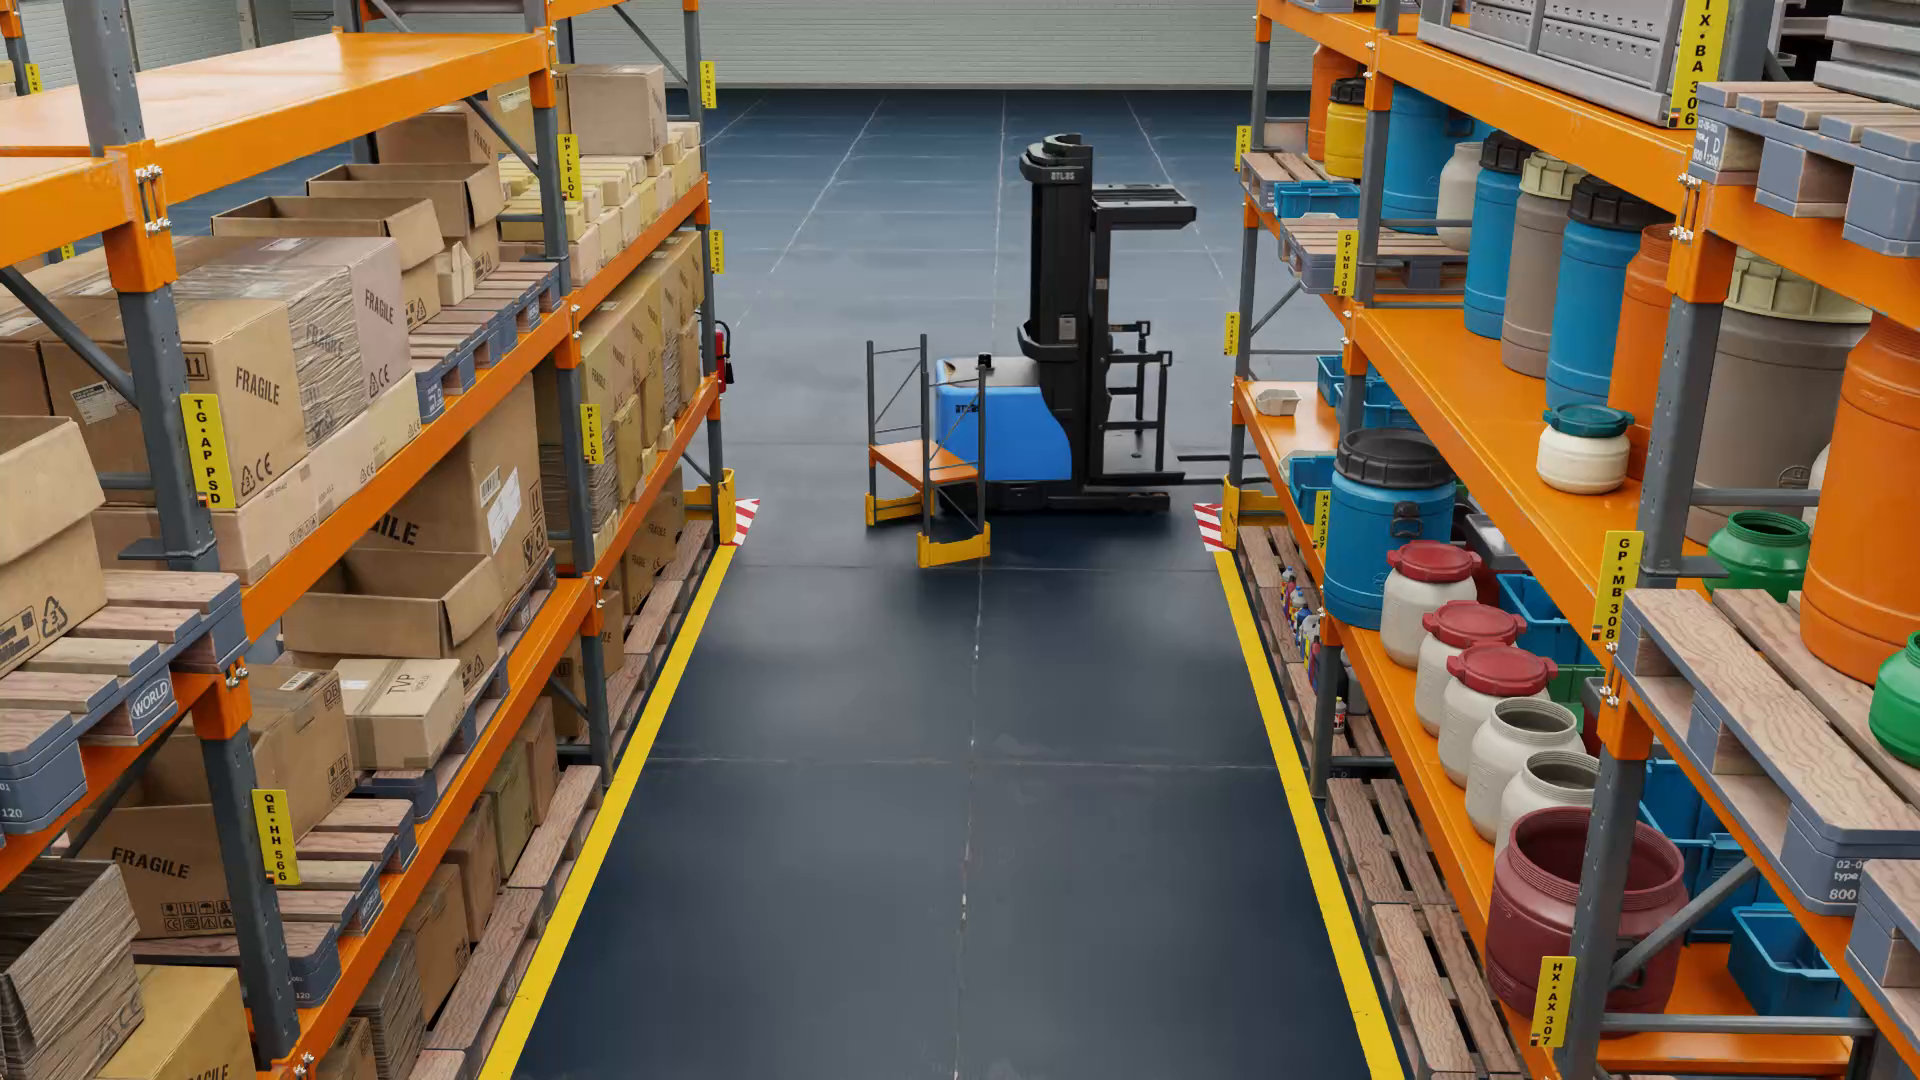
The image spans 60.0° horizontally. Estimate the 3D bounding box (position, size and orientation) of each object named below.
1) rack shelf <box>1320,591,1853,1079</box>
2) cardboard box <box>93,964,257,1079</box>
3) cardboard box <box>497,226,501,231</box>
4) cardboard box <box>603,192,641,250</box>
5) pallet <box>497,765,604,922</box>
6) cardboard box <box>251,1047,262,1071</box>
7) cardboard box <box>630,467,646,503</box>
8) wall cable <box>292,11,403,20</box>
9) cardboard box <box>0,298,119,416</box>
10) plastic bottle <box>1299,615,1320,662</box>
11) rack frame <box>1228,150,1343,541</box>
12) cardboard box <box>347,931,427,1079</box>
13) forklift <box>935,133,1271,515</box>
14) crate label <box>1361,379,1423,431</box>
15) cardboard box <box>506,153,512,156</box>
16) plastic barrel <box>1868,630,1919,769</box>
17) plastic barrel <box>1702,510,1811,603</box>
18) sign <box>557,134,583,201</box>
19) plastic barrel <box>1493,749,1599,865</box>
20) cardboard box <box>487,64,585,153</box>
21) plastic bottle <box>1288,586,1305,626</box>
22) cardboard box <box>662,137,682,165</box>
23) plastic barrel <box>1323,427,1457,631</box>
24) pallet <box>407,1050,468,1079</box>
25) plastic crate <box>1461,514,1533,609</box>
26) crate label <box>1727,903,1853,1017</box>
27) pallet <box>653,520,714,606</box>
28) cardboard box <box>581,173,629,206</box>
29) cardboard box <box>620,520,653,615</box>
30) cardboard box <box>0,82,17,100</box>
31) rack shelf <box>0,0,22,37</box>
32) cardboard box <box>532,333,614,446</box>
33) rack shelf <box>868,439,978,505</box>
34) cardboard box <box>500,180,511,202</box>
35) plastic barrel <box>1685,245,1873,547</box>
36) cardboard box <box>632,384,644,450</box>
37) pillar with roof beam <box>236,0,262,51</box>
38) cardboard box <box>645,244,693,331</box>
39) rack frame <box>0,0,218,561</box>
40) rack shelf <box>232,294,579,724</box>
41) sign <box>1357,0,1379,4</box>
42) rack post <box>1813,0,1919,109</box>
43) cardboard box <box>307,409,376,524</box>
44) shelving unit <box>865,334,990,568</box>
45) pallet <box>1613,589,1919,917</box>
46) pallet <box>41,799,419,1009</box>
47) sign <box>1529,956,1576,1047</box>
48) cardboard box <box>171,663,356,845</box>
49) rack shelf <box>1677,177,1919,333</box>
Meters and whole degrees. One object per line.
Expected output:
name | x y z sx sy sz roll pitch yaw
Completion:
rack shelf | 2.408 1.094 7.058 1.077 0.370 4.000 1 21 2
cardboard box | -2.370 1.562 4.719 0.500 0.500 0.500 1 21 3
cardboard box | -2.728 -1.515 8.848 0.500 0.250 0.500 1 21 4
cardboard box | -2.175 -1.878 9.784 0.500 0.250 0.500 0 21 -1
pallet | -2.504 1.562 8.710 1.003 0.211 1.213 1 21 2
cardboard box | -2.613 1.795 6.066 0.500 0.250 0.500 1 21 4
cardboard box | -2.127 -0.338 10.100 0.380 0.149 0.250 1 21 2
wall cable | -15.825 -14.633 42.594 3.097 2.526 0.112 1 21 2
cardboard box | -2.839 -0.426 5.005 0.500 0.500 0.500 1 21 3
plastic bottle | 2.225 0.619 10.444 0.152 0.276 0.135 1 21 3
rack frame | 2.591 -1.411 12.519 1.000 3.000 0.127 1 21 2
cardboard box | -2.599 1.944 6.719 0.700 0.500 0.500 -1 21 -3
forklift | 1.315 -1.765 13.526 3.031 2.935 1.130 -1 21 -4
crate label | 2.805 -0.759 10.789 0.502 0.435 0.616 1 21 2
cardboard box | -2.673 -2.413 10.610 0.380 0.149 0.250 0 21 -1
plastic barrel | 2.086 0.340 3.492 0.294 0.245 0.294 0 21 0
plastic barrel | 2.304 0.066 4.781 0.294 0.245 0.294 0 21 0
sign | -1.926 -1.837 8.212 0.100 0.325 0.005 1 21 2
plastic barrel | 2.165 1.055 6.008 0.421 0.512 0.421 0 21 0
cardboard box | -2.675 -2.748 10.578 0.500 0.500 0.500 1 21 1
plastic bottle | 2.214 0.432 10.932 0.097 0.271 0.097 0 21 0
cardboard box | -2.064 -2.592 11.072 0.380 0.149 0.250 1 21 2
plastic barrel | 2.155 -0.062 8.349 0.600 0.901 0.708 1 21 2
pallet | -2.578 2.445 6.437 1.003 0.211 1.213 1 21 2
plastic crate | 2.760 0.184 8.320 0.402 0.464 0.583 1 21 2
crate label | 2.735 1.411 5.476 0.303 0.233 0.416 1 21 2
pallet | -2.422 0.155 12.337 1.003 0.211 1.213 1 21 2
cardboard box | -2.134 -2.027 9.616 0.380 0.149 0.250 0 21 1
cardboard box | -2.417 0.172 11.313 0.500 0.500 0.500 3 21 7
cardboard box | -7.050 -3.086 11.766 0.500 0.250 0.500 1 21 2
rack shelf | -7.375 -3.108 10.147 1.077 0.370 4.000 1 21 2
cardboard box | -2.214 -0.830 9.091 0.500 0.500 0.500 1 21 2
rack shelf | -0.268 -0.546 12.859 0.538 0.185 1.000 -10 23 -24
cardboard box | -2.757 -1.942 9.396 0.380 0.149 0.250 0 21 0
plastic barrel | 2.590 -0.445 5.190 0.600 0.901 0.600 0 21 0
cardboard box | -2.441 -0.729 10.211 0.875 0.500 0.500 1 21 2
pillar with roof beam | -12.933 -14.982 39.202 9.100 9.000 0.400 1 21 2
cardboard box | -2.139 -1.734 11.421 0.500 0.500 0.500 1 21 2
rack frame | -2.603 -1.370 4.119 1.000 3.000 0.127 1 21 2
rack shelf | -2.542 -0.359 6.655 1.077 0.370 4.000 1 21 2
sign | 1.920 -2.674 7.770 0.100 0.325 0.005 1 21 2
rack post | 2.367 -1.018 3.316 0.954 0.300 0.937 1 21 2
cardboard box | -2.318 -0.254 5.598 0.500 0.250 0.500 1 21 3
shelving unit | -0.264 -0.710 12.786 0.587 1.500 1.083 -10 23 -24
pallet | 2.227 0.447 3.845 1.003 0.211 1.213 1 21 2
pallet | -2.688 1.258 5.906 1.213 0.211 1.003 1 21 2
sign | 1.798 1.402 5.043 0.100 0.325 0.005 1 21 2
cardboard box | -2.710 0.786 6.137 0.700 0.500 0.500 4 22 10
rack shelf | 2.287 -0.070 2.317 1.077 0.370 4.000 1 21 2
